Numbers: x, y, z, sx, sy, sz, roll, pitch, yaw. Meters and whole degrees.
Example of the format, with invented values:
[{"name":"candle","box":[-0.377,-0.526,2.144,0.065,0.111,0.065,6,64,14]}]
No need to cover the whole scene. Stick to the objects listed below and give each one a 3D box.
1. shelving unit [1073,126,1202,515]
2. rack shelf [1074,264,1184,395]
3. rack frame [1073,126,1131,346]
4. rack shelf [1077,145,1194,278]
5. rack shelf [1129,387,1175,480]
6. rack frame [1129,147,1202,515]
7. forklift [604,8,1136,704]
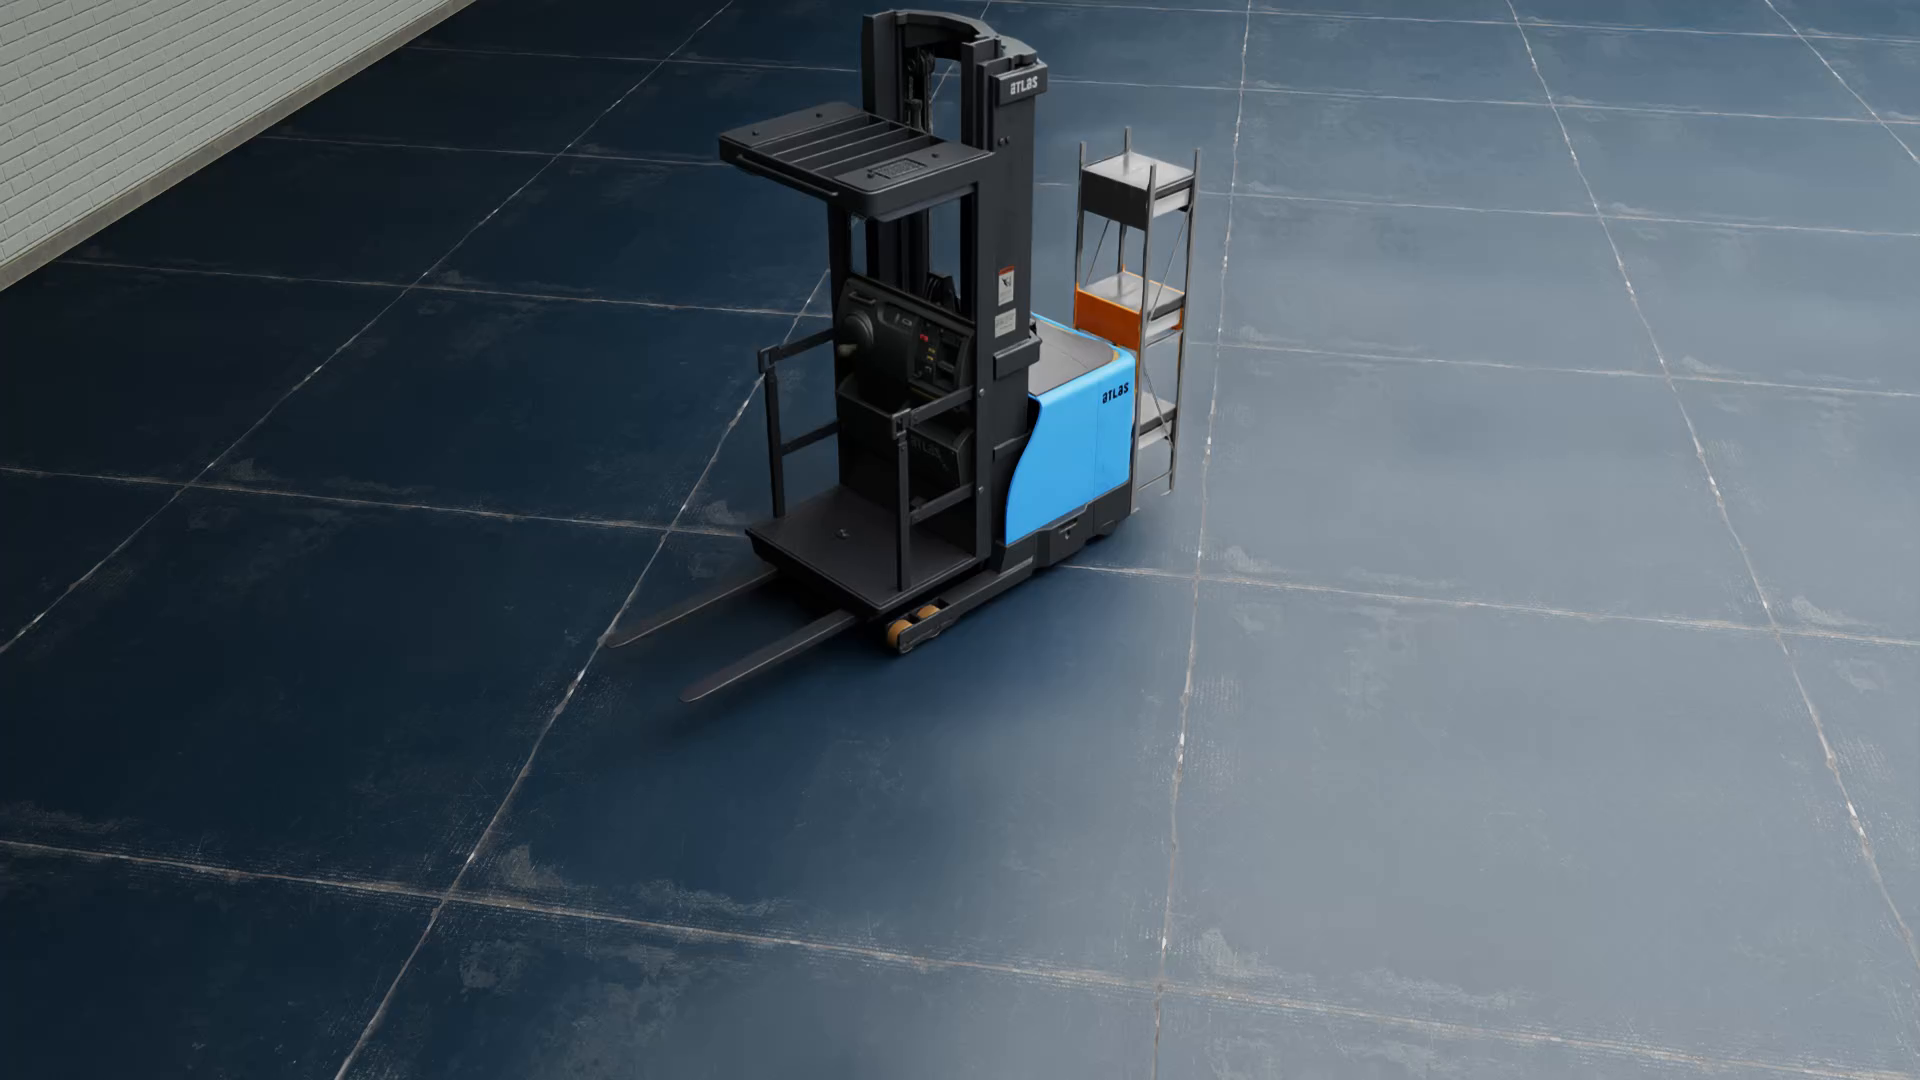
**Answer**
[{"name":"shelving unit","box":[0.957,-1.203,9.368,0.431,2.100,0.503,-27,41,-36]},{"name":"rack shelf","box":[0.957,-1.192,9.375,0.431,0.518,0.480,-27,41,-36]},{"name":"rack frame","box":[0.786,-1.296,9.516,0.400,2.100,0.015,-27,41,-36]},{"name":"rack shelf","box":[0.957,-1.785,9.003,0.431,0.518,0.480,-27,41,-36]},{"name":"rack shelf","box":[0.957,-0.599,9.746,0.431,0.518,0.480,-27,41,-36]},{"name":"rack frame","box":[1.127,-1.111,9.219,0.400,2.100,0.015,-27,41,-36]},{"name":"forklift","box":[-0.437,-0.976,8.221,3.031,2.935,1.130,-27,41,-36]}]
